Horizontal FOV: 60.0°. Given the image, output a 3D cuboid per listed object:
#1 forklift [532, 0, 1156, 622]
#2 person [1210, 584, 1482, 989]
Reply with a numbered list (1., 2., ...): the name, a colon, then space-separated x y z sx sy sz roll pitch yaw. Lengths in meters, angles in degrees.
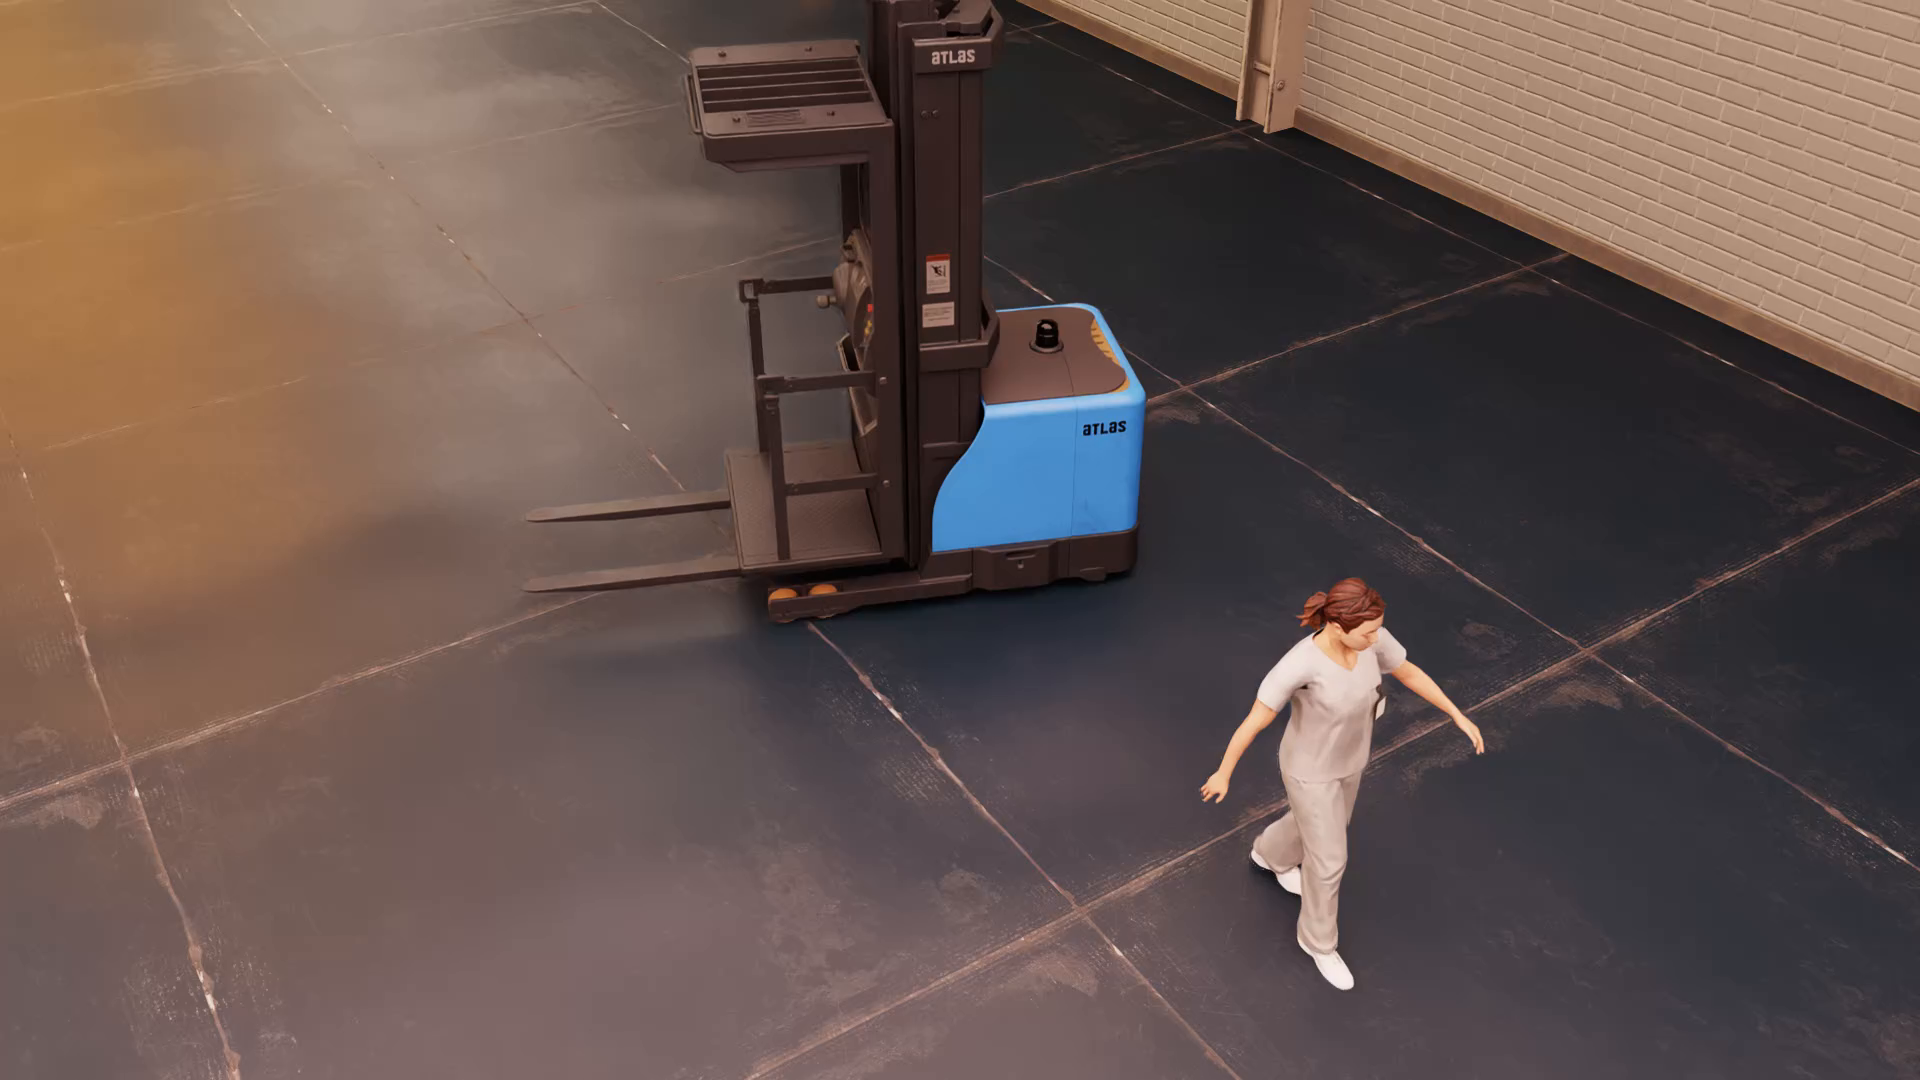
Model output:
1. forklift: -0.624 -1.131 7.757 3.031 2.935 1.130 -6 36 -9
2. person: 1.346 0.846 6.063 0.823 1.659 0.719 -20 40 -26
